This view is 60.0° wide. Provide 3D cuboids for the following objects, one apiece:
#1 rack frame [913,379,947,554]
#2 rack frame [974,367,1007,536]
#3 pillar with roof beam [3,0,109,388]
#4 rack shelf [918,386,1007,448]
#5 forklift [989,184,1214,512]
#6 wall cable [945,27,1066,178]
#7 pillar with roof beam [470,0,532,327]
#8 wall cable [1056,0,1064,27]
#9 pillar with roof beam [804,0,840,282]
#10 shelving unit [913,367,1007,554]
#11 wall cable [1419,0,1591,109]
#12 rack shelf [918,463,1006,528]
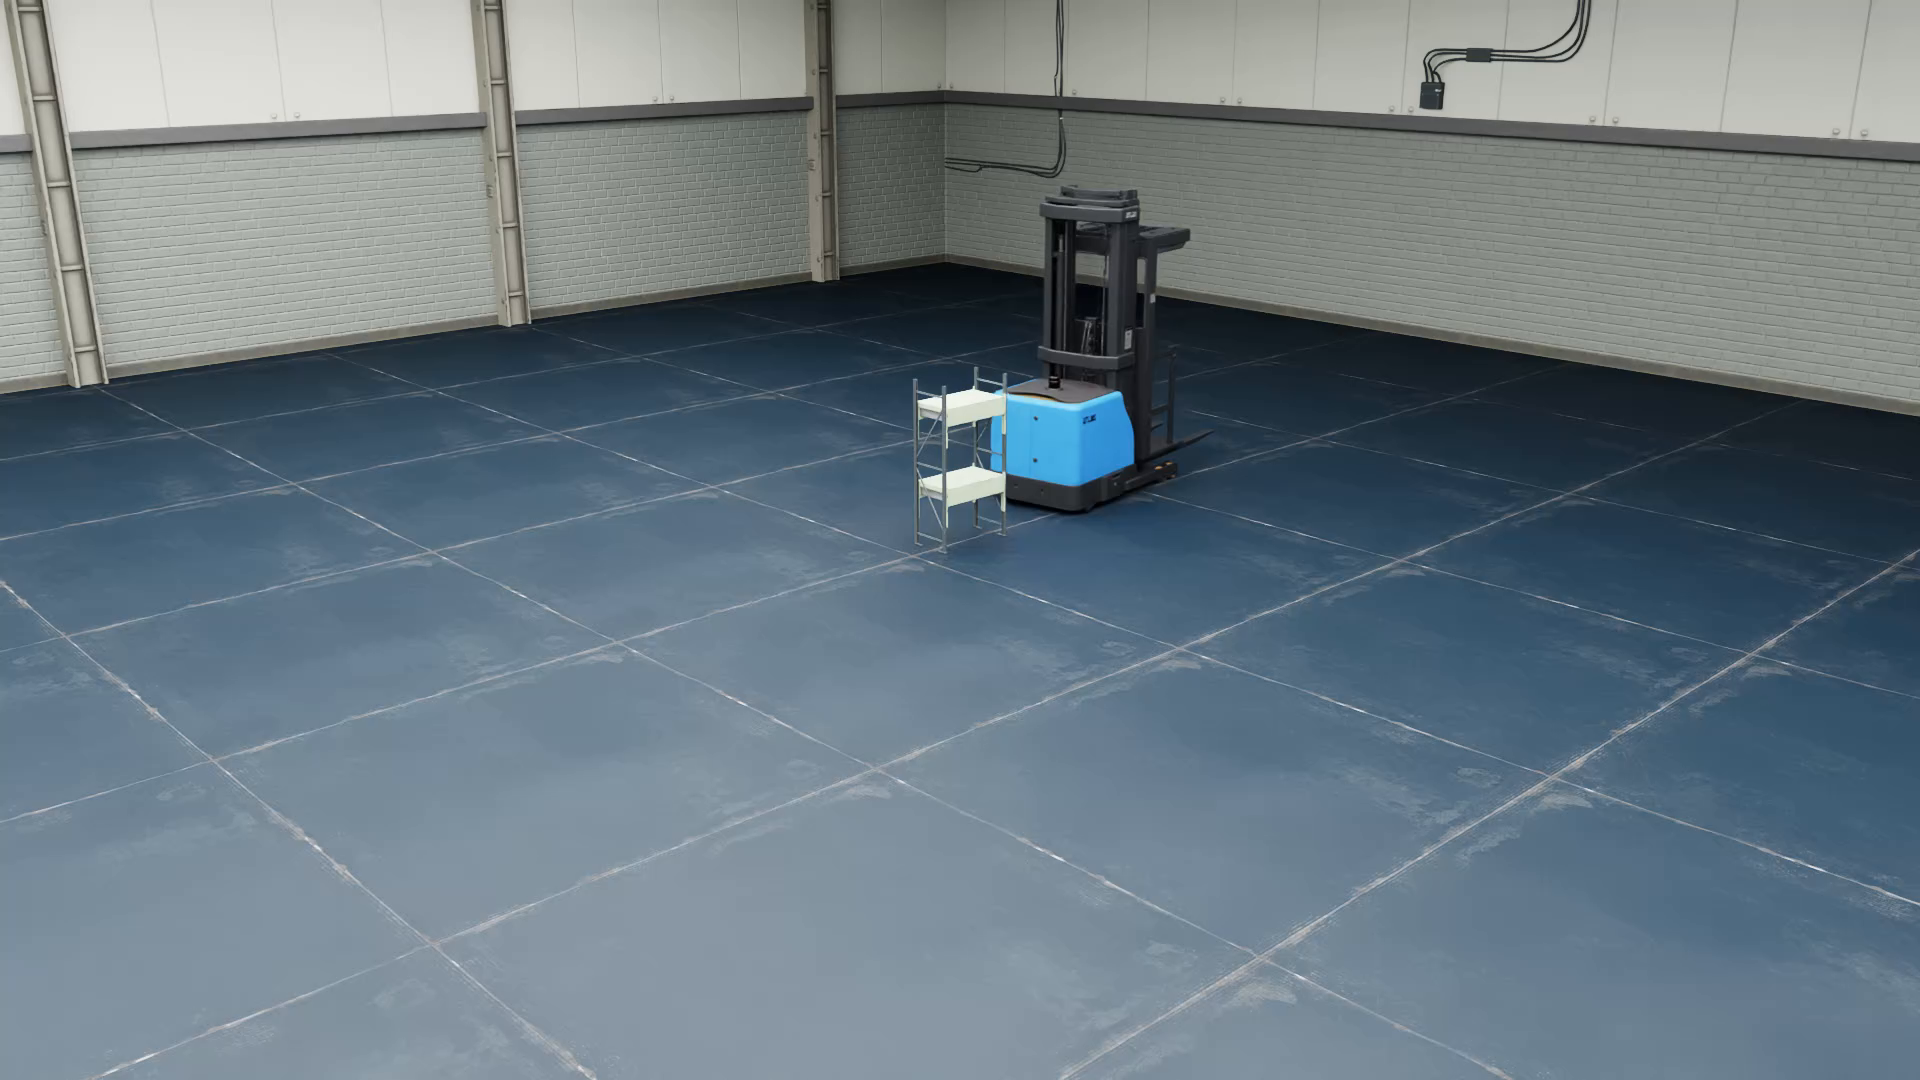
[{"bbox_3d":[-0.261,-0.637,14.519,0.023,1.500,0.400,-16,24,-41],"label":"rack frame"},{"bbox_3d":[0.271,-0.792,14.997,0.023,1.500,0.400,-16,24,-41],"label":"rack frame"},{"bbox_3d":[-8.104,-5.301,16.745,0.400,9.000,9.100,-16,24,-41],"label":"pillar with roof beam"},{"bbox_3d":[0.005,-1.086,14.637,0.720,0.370,0.431,-16,24,-41],"label":"rack shelf"},{"bbox_3d":[1.567,-2.056,16.572,1.130,2.935,3.031,13,22,35],"label":"forklift"},{"bbox_3d":[0.707,-7.660,29.054,0.112,2.526,3.097,-16,24,-41],"label":"wall cable"},{"bbox_3d":[-3.744,-6.573,20.666,0.400,9.000,9.100,-16,24,-41],"label":"pillar with roof beam"},{"bbox_3d":[2.565,-9.456,26.405,0.112,2.526,3.097,-16,24,-41],"label":"wall cable"},{"bbox_3d":[0.615,-7.844,24.588,0.400,9.000,9.100,-16,24,-41],"label":"pillar with roof beam"},{"bbox_3d":[0.005,-0.715,14.758,0.755,1.500,0.431,-16,24,-41],"label":"shelving unit"},{"bbox_3d":[7.218,-8.624,21.478,0.169,6.003,2.305,-16,24,-41],"label":"wall cable"},{"bbox_3d":[0.005,-0.405,14.858,0.720,0.370,0.431,-16,24,-41],"label":"rack shelf"}]
